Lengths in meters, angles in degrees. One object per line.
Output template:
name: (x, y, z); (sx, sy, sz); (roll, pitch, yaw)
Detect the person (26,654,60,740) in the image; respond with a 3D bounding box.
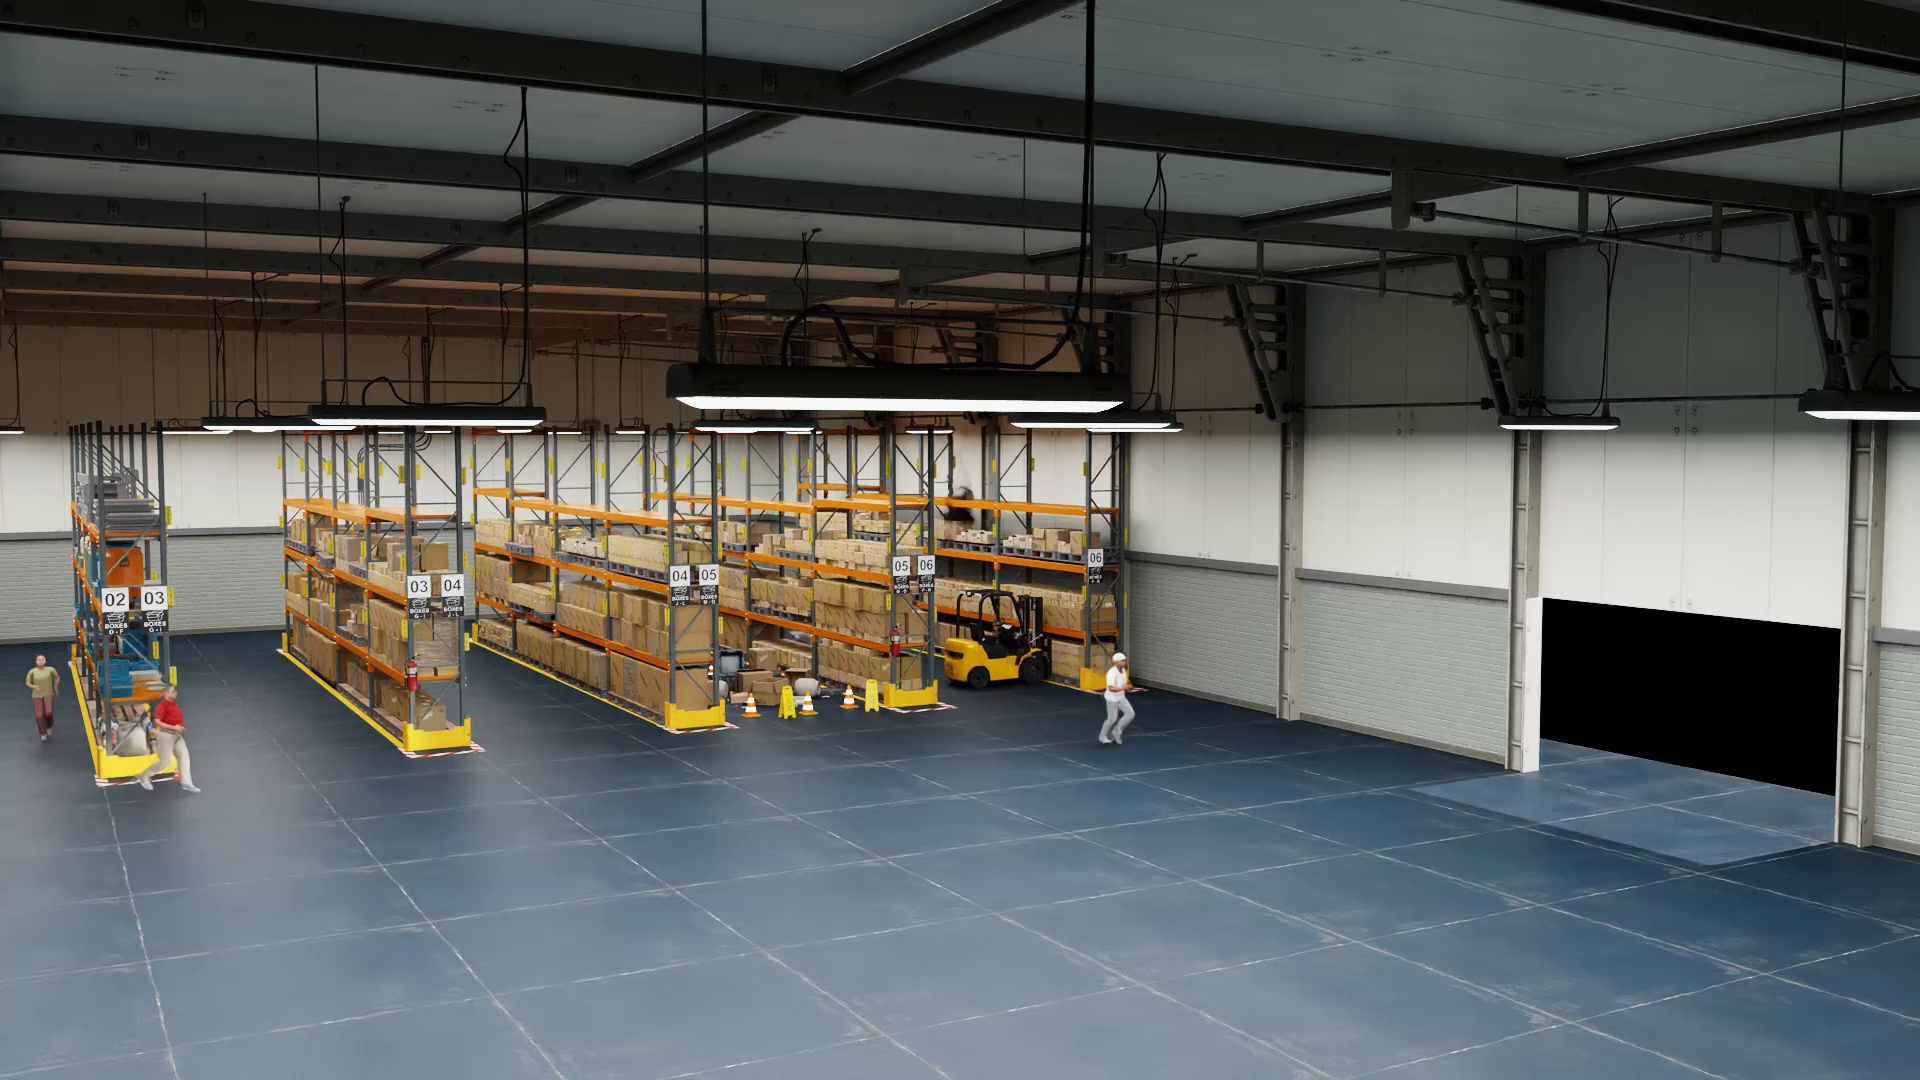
person: (-17.290, 2.961, 31.359); (0.564, 1.632, 0.566); (-2, 4, -28)

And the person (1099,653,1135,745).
person: (2.908, 2.937, 30.735); (0.785, 1.722, 0.737); (2, 4, 35)

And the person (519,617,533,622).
person: (-12.569, 1.863, 48.469); (0.943, 1.777, 0.686); (-2, 4, -26)

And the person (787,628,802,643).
person: (-4.409, 2.086, 44.796); (0.654, 1.744, 0.532); (-2, 4, -30)

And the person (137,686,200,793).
person: (-12.715, 3.208, 26.766); (0.994, 1.728, 0.696); (0, 4, 3)
